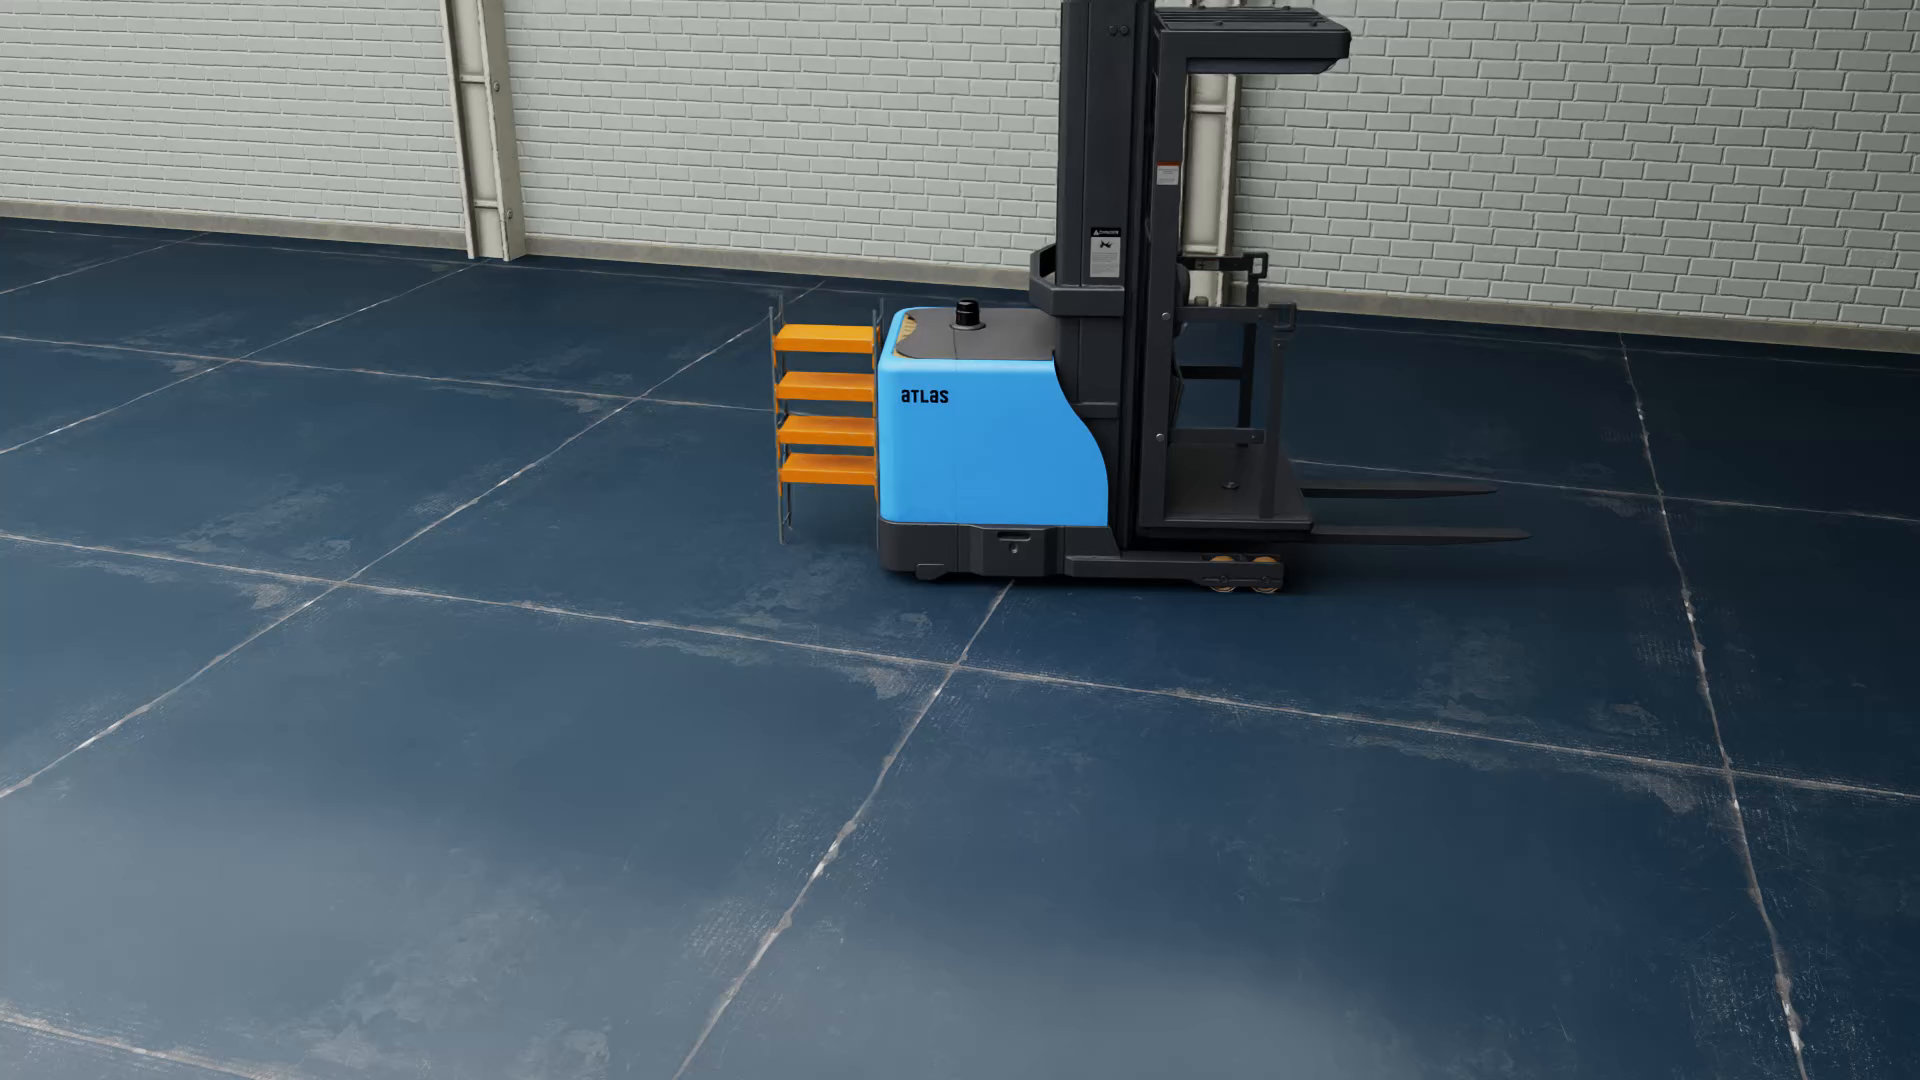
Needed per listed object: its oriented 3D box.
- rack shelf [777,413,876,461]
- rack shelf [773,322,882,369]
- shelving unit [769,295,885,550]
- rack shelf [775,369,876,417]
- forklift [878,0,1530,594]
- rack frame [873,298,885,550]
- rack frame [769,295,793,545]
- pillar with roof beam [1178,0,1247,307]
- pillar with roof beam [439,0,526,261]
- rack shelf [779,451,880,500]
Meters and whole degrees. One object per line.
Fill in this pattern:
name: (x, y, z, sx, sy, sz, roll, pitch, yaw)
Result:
rack shelf: (-0.626, -0.502, 8.089, 0.480, 0.148, 0.258, 2, 22, 6)
rack shelf: (-0.626, -0.927, 7.915, 0.480, 0.148, 0.258, 2, 22, 6)
shelving unit: (-0.626, -0.564, 8.064, 0.503, 1.200, 0.258, 2, 22, 6)
rack shelf: (-0.626, -0.709, 8.004, 0.480, 0.148, 0.258, 2, 22, 6)
forklift: (1.152, -1.317, 7.619, 3.031, 2.935, 1.130, 1, 22, 3)
rack frame: (-0.384, -0.554, 8.039, 0.015, 1.200, 0.240, 2, 22, 6)
rack frame: (-0.869, -0.574, 8.089, 0.015, 1.200, 0.240, 2, 22, 6)
pillar with roof beam: (0.562, -4.366, 7.055, 0.400, 9.000, 9.100, 7, 23, 16)
pillar with roof beam: (-5.182, -5.023, 8.659, 0.400, 9.000, 9.100, 7, 23, 16)
rack shelf: (-0.626, -0.318, 8.165, 0.480, 0.148, 0.258, 2, 22, 6)
